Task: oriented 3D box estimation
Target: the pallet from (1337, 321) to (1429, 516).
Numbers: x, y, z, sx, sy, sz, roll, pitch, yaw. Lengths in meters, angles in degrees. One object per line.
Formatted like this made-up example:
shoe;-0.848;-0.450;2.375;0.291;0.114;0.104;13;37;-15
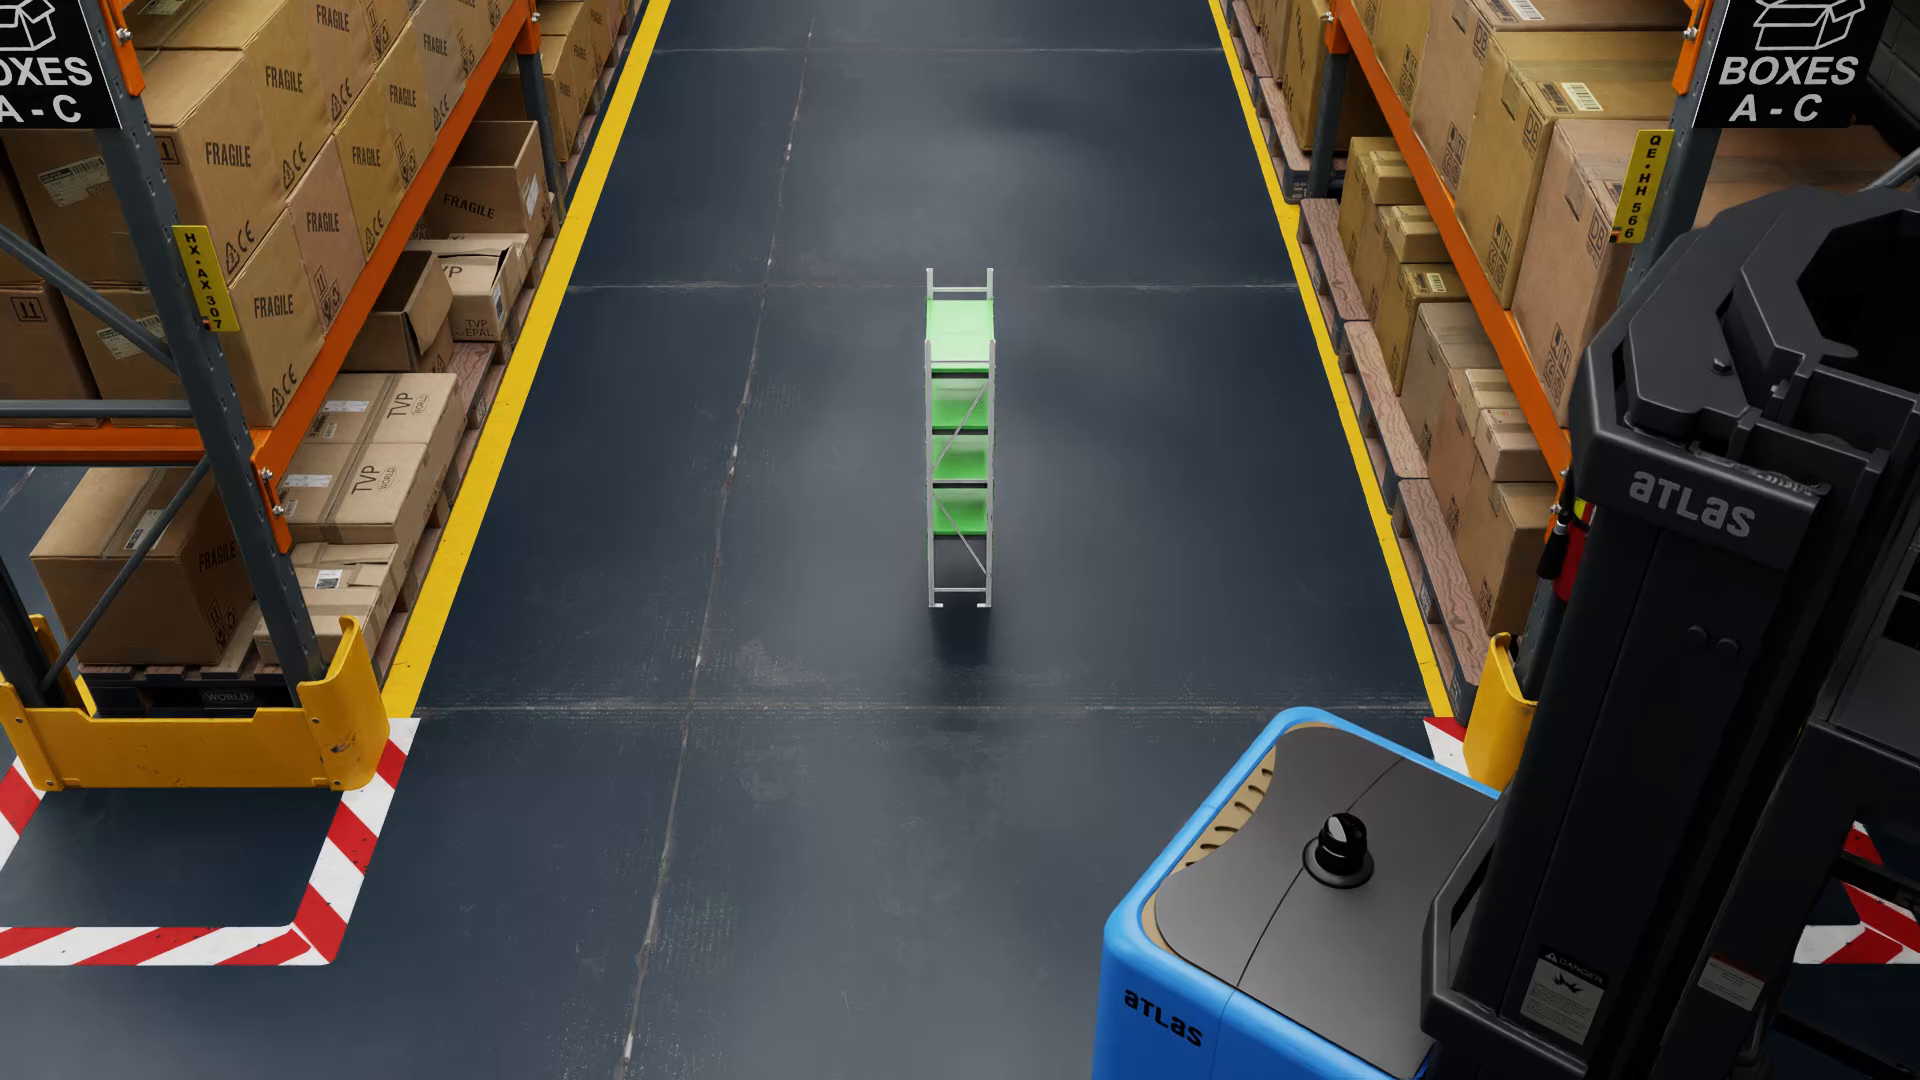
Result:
pallet;2.269;-0.552;7.270;1.003;0.211;1.213;0;39;0

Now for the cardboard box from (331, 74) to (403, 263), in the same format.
cardboard box;-2.347;-1.327;5.927;0.500;0.500;0.500;0;39;0

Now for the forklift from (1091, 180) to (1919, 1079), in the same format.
forklift;1.812;0.909;3.272;3.031;2.935;1.130;25;45;28

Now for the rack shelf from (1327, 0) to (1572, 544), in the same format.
rack shelf;2.344;-1.349;6.610;1.077;0.370;4.000;0;39;0

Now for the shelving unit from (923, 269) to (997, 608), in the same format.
shelving unit;0.000;-0.365;6.246;0.258;1.200;0.503;0;39;0

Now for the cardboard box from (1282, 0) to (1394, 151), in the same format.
cardboard box;2.211;-2.612;8.994;0.750;0.750;0.750;0;39;0

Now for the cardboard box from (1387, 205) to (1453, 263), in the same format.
cardboard box;2.059;-1.314;7.135;0.380;0.149;0.250;-1;39;-1

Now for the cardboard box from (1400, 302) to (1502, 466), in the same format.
cardboard box;2.244;-0.633;6.804;0.700;0.500;0.500;-1;39;-2

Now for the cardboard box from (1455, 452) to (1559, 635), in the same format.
cardboard box;2.246;-0.006;6.021;0.700;0.500;0.500;0;39;0

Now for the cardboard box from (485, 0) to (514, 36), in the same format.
cardboard box;-2.354;-2.602;7.518;0.500;0.500;0.500;1;39;1

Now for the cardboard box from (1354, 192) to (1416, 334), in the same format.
cardboard box;2.238;-1.287;7.621;0.700;0.500;0.500;0;39;-1

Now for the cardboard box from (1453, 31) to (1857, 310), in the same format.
cardboard box;2.324;-1.270;5.697;0.980;0.700;0.700;0;39;0

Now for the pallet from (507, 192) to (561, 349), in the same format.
pallet;-2.612;-1.357;8.275;1.003;0.211;1.213;0;39;0

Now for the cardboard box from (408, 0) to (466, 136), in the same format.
cardboard box;-2.350;-1.958;6.715;0.500;0.500;0.500;1;39;1

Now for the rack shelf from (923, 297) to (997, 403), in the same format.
rack shelf;0.000;-0.689;5.985;0.258;0.148;0.480;0;39;0

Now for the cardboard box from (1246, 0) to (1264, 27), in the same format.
cardboard box;2.202;-3.699;10.351;0.750;0.750;0.750;0;39;0

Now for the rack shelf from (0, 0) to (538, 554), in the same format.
rack shelf;-2.609;-1.344;6.603;1.077;0.370;4.000;0;39;0

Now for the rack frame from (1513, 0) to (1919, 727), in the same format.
rack frame;2.347;-0.379;4.825;1.000;3.000;0.127;0;39;0

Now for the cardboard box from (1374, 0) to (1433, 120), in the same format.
cardboard box;2.322;-2.202;6.859;0.980;0.700;0.700;-1;39;-1

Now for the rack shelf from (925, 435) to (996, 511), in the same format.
rack shelf;0.000;-0.315;6.286;0.258;0.148;0.480;0;39;0

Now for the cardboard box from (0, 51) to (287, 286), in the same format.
cardboard box;-2.344;-1.080;4.820;0.500;0.500;0.500;1;39;1

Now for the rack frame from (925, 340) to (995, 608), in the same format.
rack frame;0.000;-0.212;6.055;0.240;1.200;0.015;0;39;0

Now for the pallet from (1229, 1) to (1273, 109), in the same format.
pallet;2.262;-3.040;10.375;1.003;0.211;1.213;0;39;0

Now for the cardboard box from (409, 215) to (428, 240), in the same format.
cardboard box;-2.827;-1.735;8.314;0.500;0.311;0.500;0;39;0

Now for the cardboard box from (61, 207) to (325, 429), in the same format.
cardboard box;-2.344;-0.690;5.133;0.500;0.500;0.500;1;39;1

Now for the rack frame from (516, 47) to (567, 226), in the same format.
rack frame;-2.612;-2.875;7.939;1.000;3.000;0.127;0;39;0

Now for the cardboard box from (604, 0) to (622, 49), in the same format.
cardboard box;-2.373;-3.336;10.161;0.500;0.500;0.500;-1;39;-2

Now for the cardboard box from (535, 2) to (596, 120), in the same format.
cardboard box;-2.380;-2.707;9.377;0.500;0.500;0.500;0;39;1

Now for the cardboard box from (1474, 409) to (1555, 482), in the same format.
cardboard box;2.064;-0.339;5.919;0.380;0.149;0.250;0;39;-1

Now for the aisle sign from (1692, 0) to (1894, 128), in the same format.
aisle sign;2.047;-1.349;3.955;0.394;0.787;0.004;0;39;0

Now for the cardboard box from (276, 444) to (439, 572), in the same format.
cardboard box;-2.324;-0.125;6.354;0.500;0.250;0.500;0;39;0

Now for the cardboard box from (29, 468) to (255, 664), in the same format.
cardboard box;-2.854;0.090;5.886;0.500;0.500;0.500;0;39;0

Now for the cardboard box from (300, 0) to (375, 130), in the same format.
cardboard box;-2.348;-1.720;5.618;0.500;0.500;0.500;0;39;1

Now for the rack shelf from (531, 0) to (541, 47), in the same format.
rack shelf;-2.614;-3.845;9.724;1.077;0.370;4.000;0;39;0

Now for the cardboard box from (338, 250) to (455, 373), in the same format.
cardboard box;-2.604;-0.898;7.116;0.797;0.503;0.637;0;39;0

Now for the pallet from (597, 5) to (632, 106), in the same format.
pallet;-2.655;-3.060;10.400;1.003;0.211;1.213;0;39;0

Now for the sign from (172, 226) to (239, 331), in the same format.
sign;-2.064;-0.712;4.547;0.100;0.325;0.005;0;39;0

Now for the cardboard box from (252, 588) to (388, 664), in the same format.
cardboard box;-2.264;0.305;5.898;0.380;0.149;0.250;0;39;0

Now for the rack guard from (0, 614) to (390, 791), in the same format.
rack guard;-2.607;0.554;5.658;1.175;0.500;0.348;0;39;0

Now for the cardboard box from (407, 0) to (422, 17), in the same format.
cardboard box;-2.348;-2.353;6.408;0.500;0.500;0.500;0;39;0

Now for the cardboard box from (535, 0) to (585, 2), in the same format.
cardboard box;-2.370;-3.292;9.506;0.500;0.250;0.500;0;39;0

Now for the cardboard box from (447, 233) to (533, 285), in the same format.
cardboard box;-2.267;-1.344;7.956;0.380;0.149;0.250;0;39;0

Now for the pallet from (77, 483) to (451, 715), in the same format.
pallet;-2.609;0.169;6.371;1.003;0.211;1.213;0;39;0

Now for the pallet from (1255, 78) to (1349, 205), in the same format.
pallet;2.266;-2.275;9.420;1.003;0.211;1.213;0;39;0
